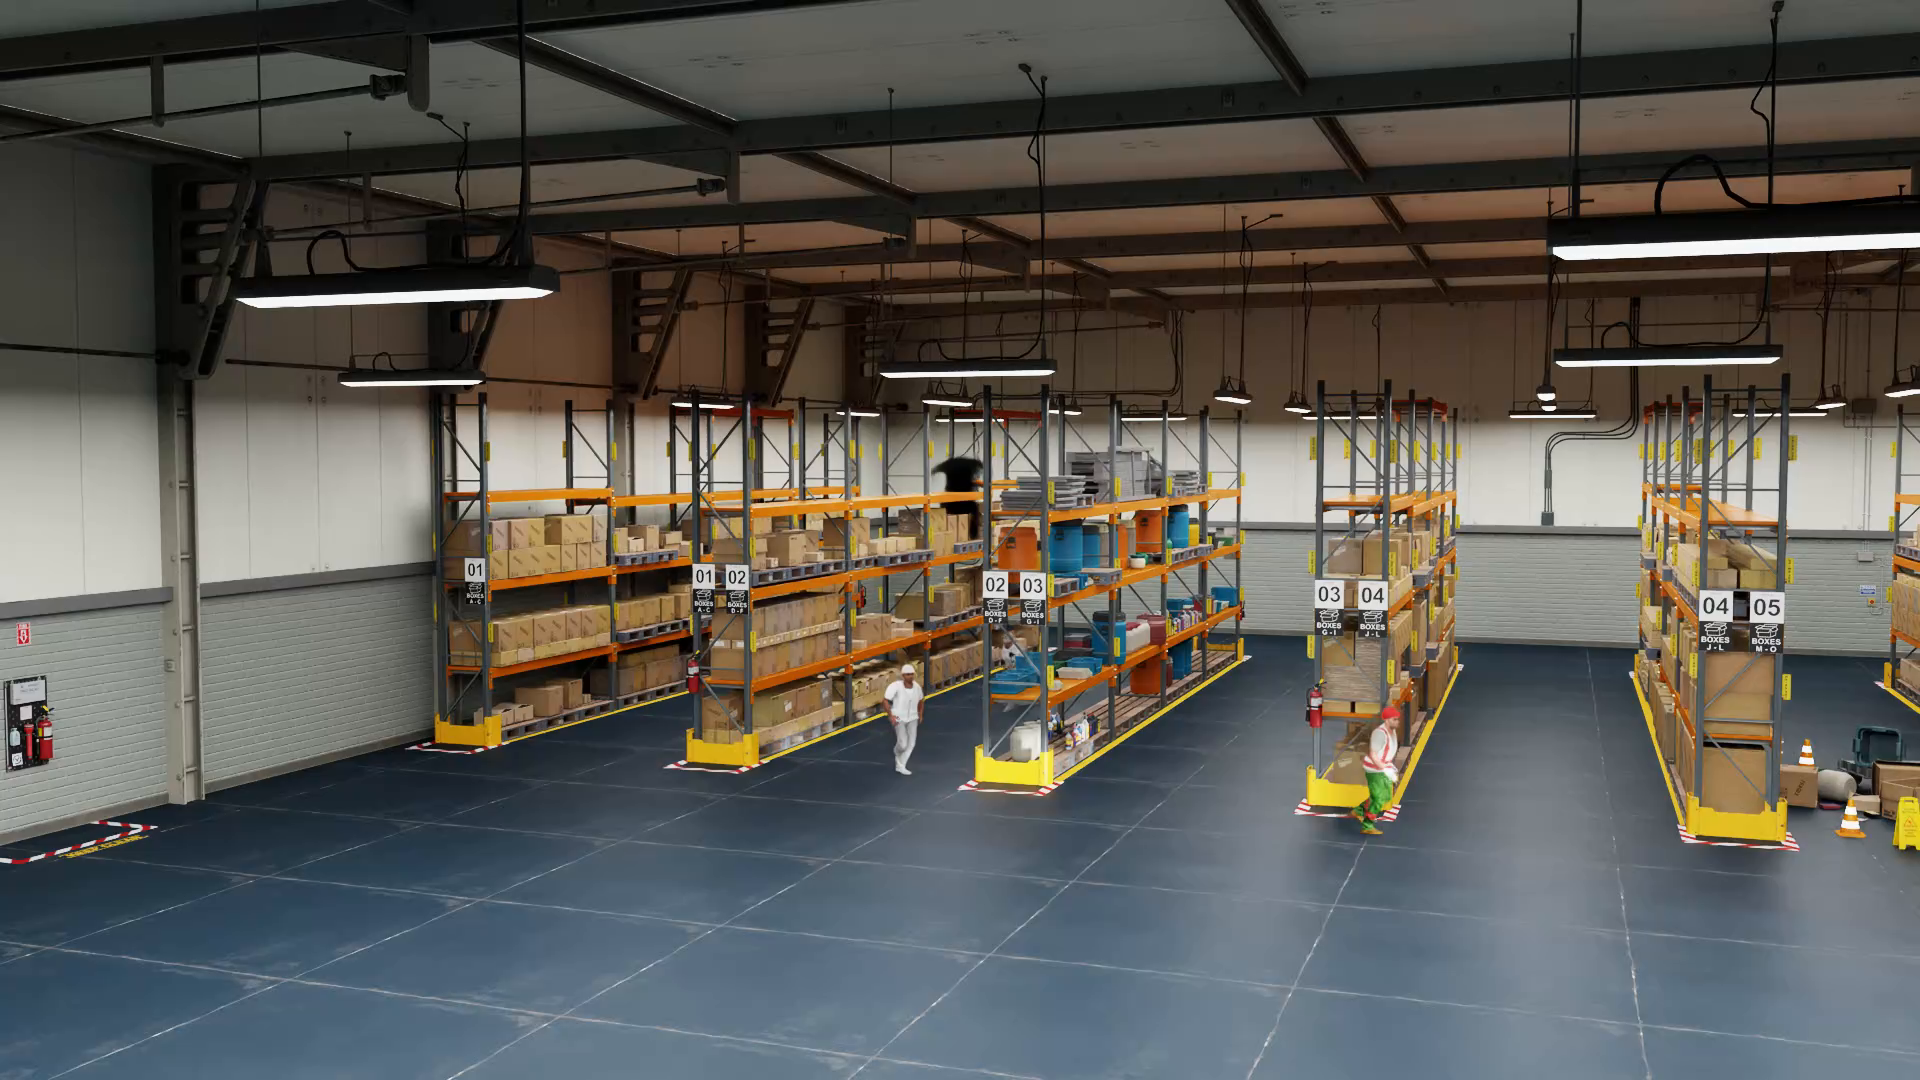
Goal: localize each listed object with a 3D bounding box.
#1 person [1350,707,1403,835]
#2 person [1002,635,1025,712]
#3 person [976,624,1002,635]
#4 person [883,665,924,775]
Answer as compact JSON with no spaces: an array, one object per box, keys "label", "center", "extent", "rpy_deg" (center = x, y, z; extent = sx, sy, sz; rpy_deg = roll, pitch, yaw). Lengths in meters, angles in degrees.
[{"label":"person","center":[5.399,2.995,21.642],"extent":[0.783,1.704,0.648],"rpy_deg":[2,4,39]},{"label":"person","center":[1.085,2.534,32.074],"extent":[0.600,1.491,1.029],"rpy_deg":[2,4,32]},{"label":"person","center":[0.808,1.831,43.826],"extent":[0.852,1.712,0.593],"rpy_deg":[3,4,42]},{"label":"person","center":[-0.873,2.780,25.868],"extent":[0.700,1.704,0.539],"rpy_deg":[-1,3,-24]}]
